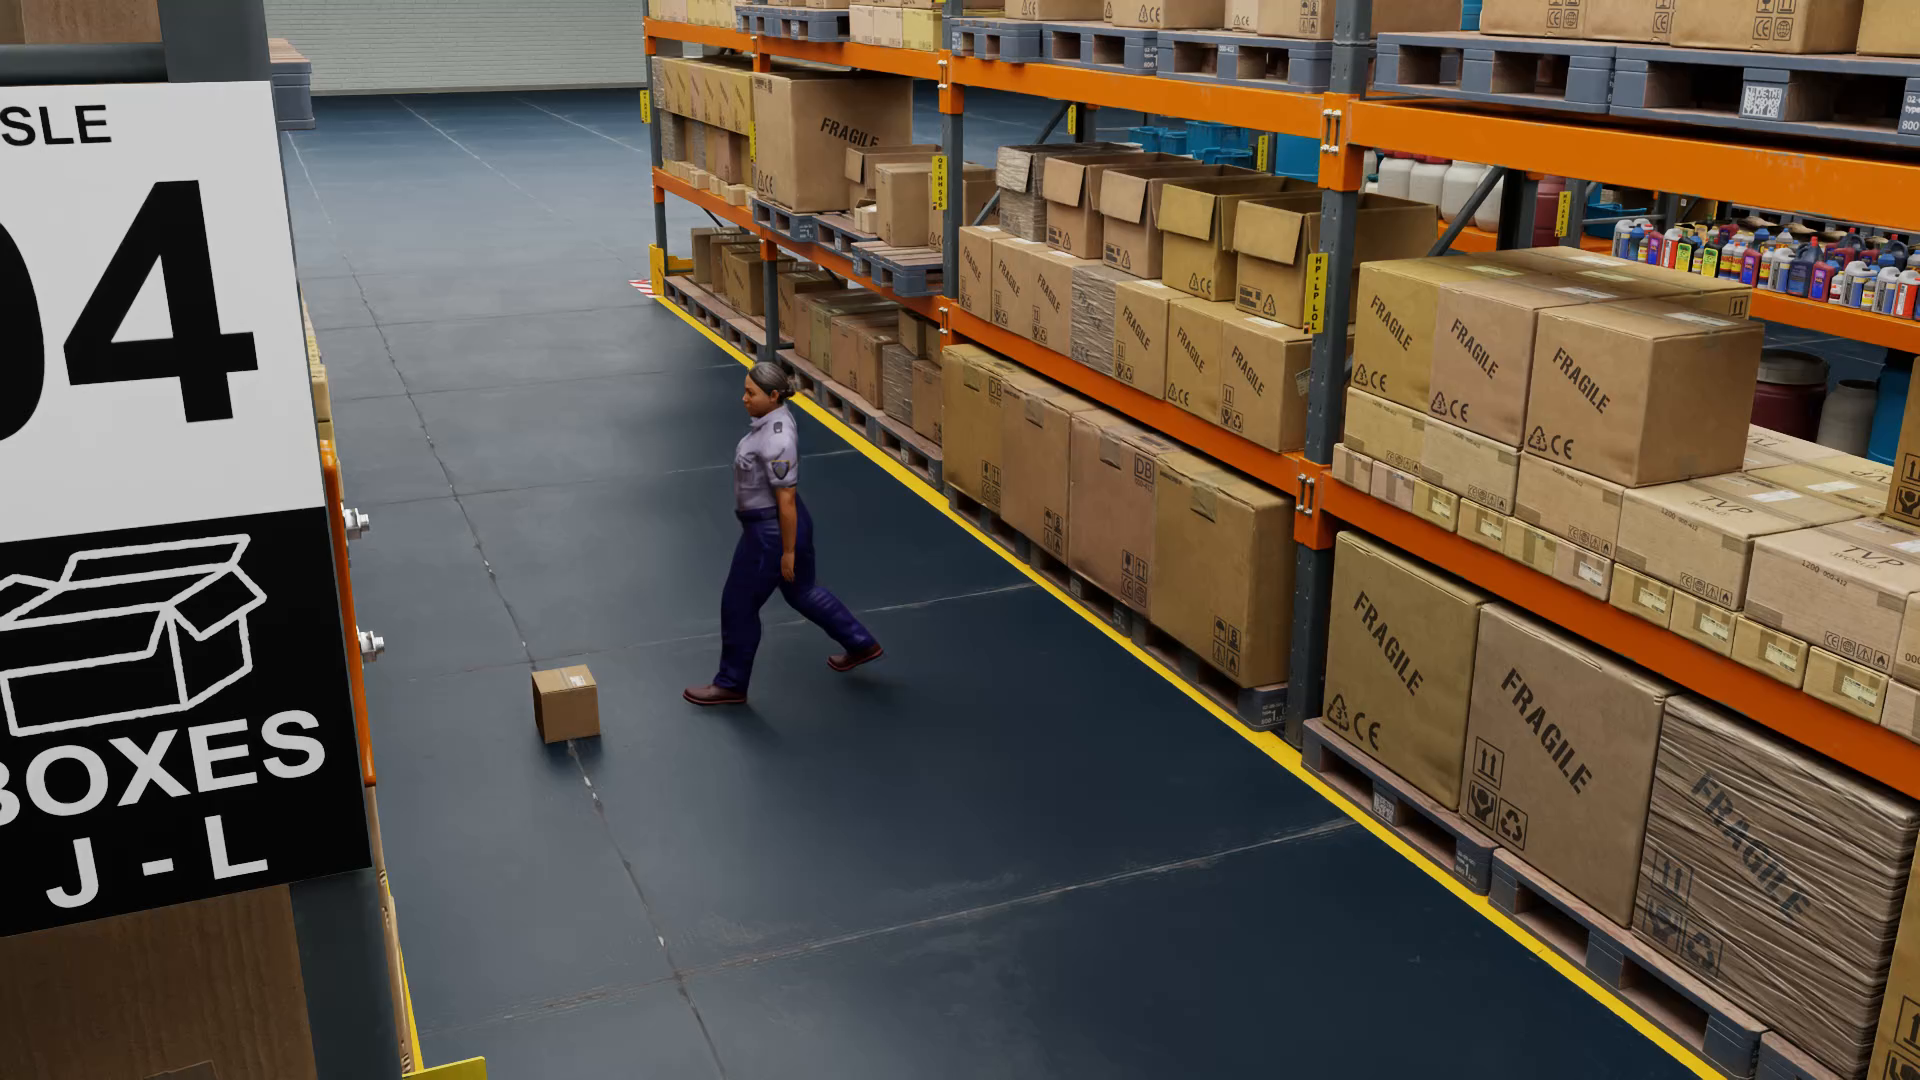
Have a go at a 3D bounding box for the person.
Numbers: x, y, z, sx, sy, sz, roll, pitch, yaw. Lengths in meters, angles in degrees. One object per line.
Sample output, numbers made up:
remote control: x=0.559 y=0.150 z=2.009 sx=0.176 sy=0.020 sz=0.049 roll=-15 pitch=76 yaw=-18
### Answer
person: x=-0.833 y=-0.035 z=7.678 sx=0.934 sy=1.620 sz=0.475 roll=0 pitch=19 yaw=0
